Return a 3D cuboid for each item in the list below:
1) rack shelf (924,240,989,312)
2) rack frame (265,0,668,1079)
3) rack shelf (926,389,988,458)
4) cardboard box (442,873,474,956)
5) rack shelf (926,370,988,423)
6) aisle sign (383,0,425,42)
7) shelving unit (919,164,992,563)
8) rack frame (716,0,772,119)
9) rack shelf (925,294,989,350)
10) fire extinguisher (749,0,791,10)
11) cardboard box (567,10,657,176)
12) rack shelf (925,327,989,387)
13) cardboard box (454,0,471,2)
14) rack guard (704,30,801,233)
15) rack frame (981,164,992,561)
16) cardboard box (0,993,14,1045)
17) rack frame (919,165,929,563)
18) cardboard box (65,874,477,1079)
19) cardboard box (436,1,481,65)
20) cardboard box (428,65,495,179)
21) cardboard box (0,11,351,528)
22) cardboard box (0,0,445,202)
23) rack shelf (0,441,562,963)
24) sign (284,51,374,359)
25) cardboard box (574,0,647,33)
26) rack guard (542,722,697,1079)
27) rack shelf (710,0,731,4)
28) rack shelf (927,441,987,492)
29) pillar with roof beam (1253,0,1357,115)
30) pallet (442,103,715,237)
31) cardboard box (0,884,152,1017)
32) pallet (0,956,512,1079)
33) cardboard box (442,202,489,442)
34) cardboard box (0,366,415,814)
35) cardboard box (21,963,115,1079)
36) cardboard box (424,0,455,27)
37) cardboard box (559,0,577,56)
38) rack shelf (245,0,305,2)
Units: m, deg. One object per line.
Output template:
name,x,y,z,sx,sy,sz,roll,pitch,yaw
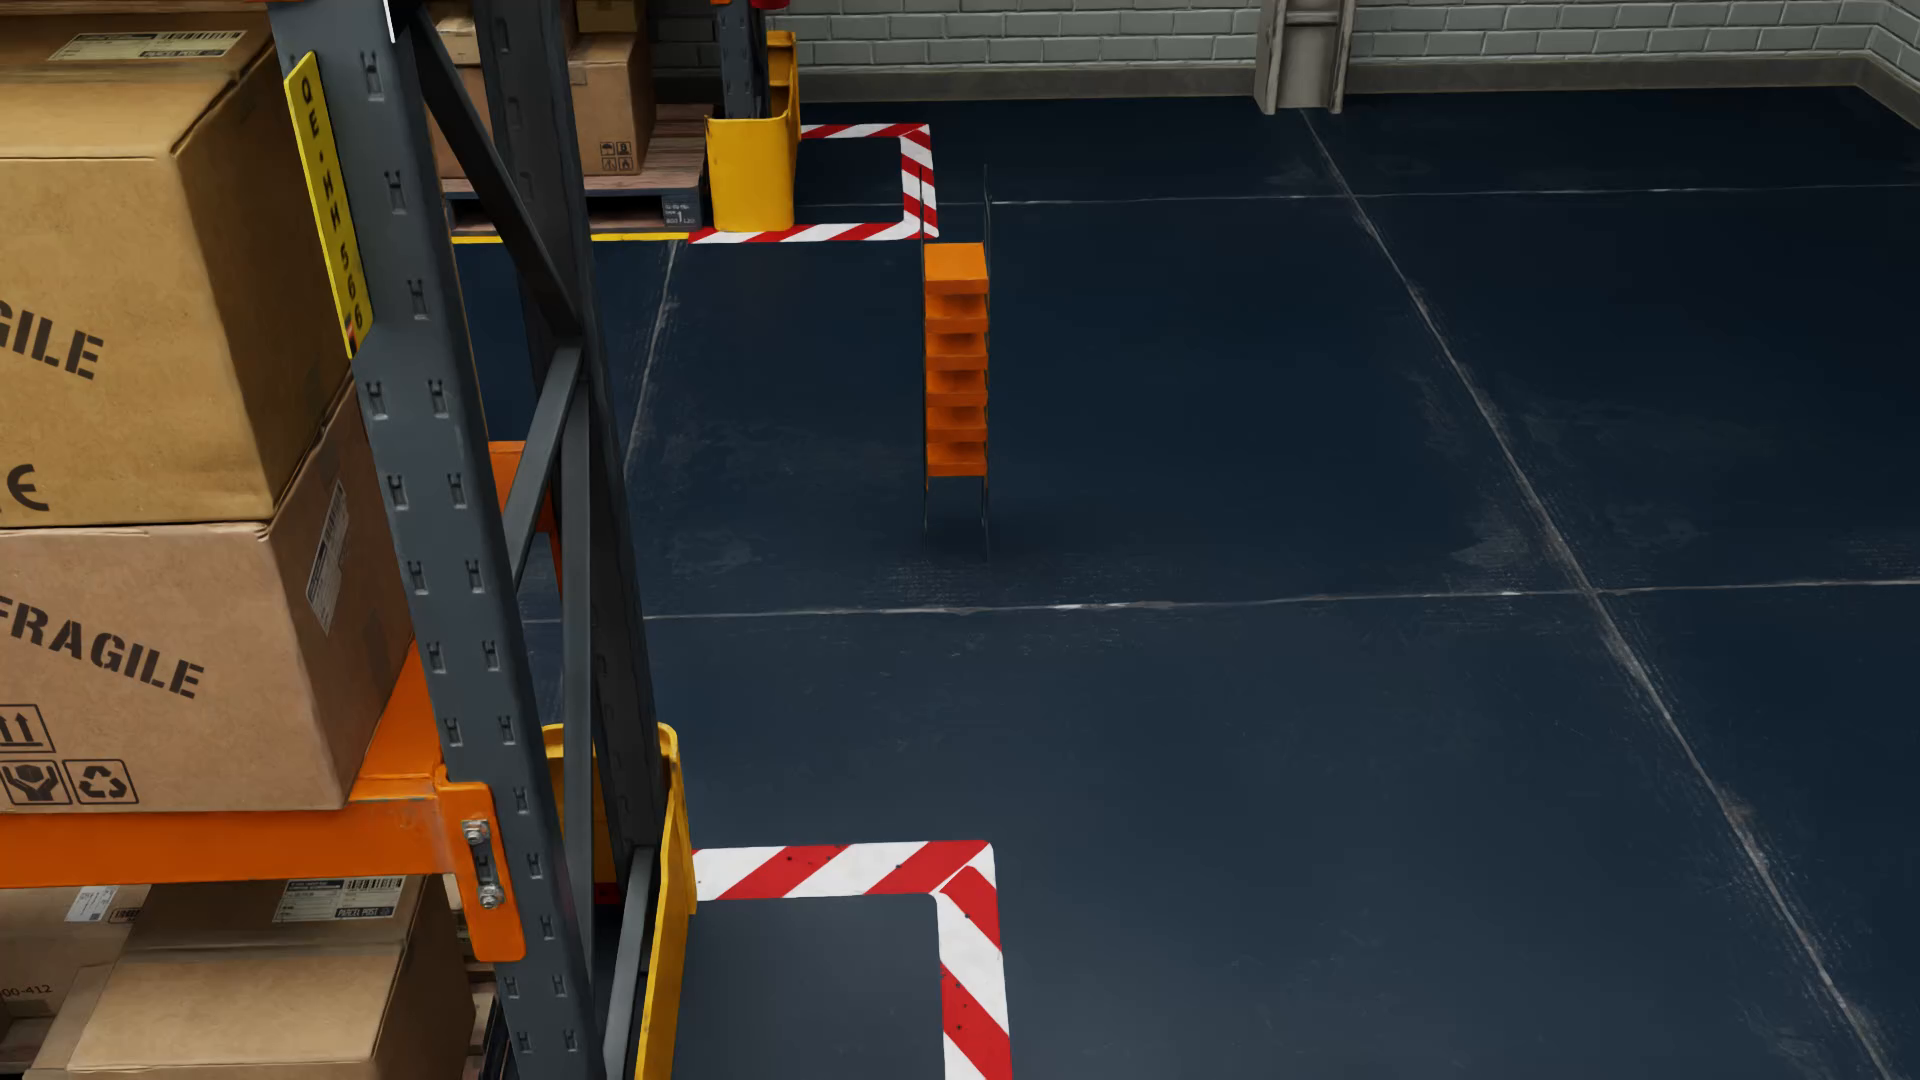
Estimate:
rack shelf,-0.014,-0.752,4.728,0.180,0.103,0.258,-2,35,-2
rack frame,-0.705,-0.077,2.726,0.127,3.000,1.000,-2,35,-2
rack shelf,-0.014,-0.358,5.002,0.180,0.103,0.258,-2,35,-2
cardboard box,-1.140,0.730,3.678,0.250,0.149,0.380,-2,35,-2
rack shelf,-0.014,-0.456,4.933,0.180,0.103,0.258,-2,35,-2
aisle sign,-0.623,-0.974,1.737,0.004,0.787,0.394,-2,35,-2
shelving unit,-0.014,-0.493,4.908,0.189,1.200,0.258,-2,35,-2
rack frame,-0.943,-2.893,6.795,0.127,3.000,1.000,-2,35,-2
rack shelf,-0.014,-0.654,4.797,0.180,0.103,0.258,-2,35,-2
fire extinguisher,-0.771,-2.450,6.550,0.183,0.674,0.296,-2,35,-2
cardboard box,-1.638,-1.962,7.277,0.500,0.500,0.700,-2,35,-2
rack shelf,-0.014,-0.555,4.865,0.180,0.103,0.258,-2,35,-2
cardboard box,-2.028,-2.332,7.241,0.250,0.149,0.380,-1,35,-2
rack guard,-0.919,-1.866,7.507,0.348,0.500,1.175,-2,35,-2
rack frame,0.077,-0.495,4.912,0.006,1.200,0.240,-2,35,-2
cardboard box,-2.187,1.035,3.148,0.500,0.250,0.500,-2,35,-2
rack frame,-0.106,-0.491,4.904,0.006,1.200,0.240,-2,35,-2
cardboard box,-1.237,0.924,3.089,0.500,0.500,0.500,-2,35,-2
cardboard box,-2.013,-2.115,6.927,0.250,0.149,0.380,-1,35,-1
cardboard box,-2.138,-1.949,7.258,0.500,0.500,0.700,-2,35,-2
cardboard box,-1.137,-0.361,2.170,0.500,0.500,0.500,-2,35,-3
cardboard box,-1.161,-0.668,2.612,0.500,0.500,0.500,-1,35,-1
rack shelf,-2.703,0.272,2.853,4.000,0.370,1.077,-2,35,-2
sign,-0.699,-0.368,1.850,0.005,0.325,0.100,-2,35,-2
cardboard box,-1.523,-2.346,7.262,0.250,0.149,0.380,-1,35,-2
rack guard,-0.781,0.952,3.434,0.348,0.500,1.175,-2,35,-2
rack shelf,-2.941,-2.544,6.922,4.000,0.370,1.077,-2,35,-2
rack shelf,-0.014,-0.259,5.070,0.180,0.103,0.258,-2,35,-2
pillar with roof beam,1.916,-3.477,2.367,0.400,9.000,9.100,-2,35,-2
pallet,-1.738,-1.681,7.493,1.213,0.211,1.003,-2,35,-2
cardboard box,-1.761,0.739,3.576,0.500,0.250,0.500,-2,35,-2
pallet,-1.577,1.093,3.485,1.213,0.211,1.003,-2,35,-2
cardboard box,-1.161,-0.257,2.897,0.500,0.500,0.500,-1,35,-1
cardboard box,-1.140,0.048,2.457,0.500,0.500,0.500,-1,35,-1
cardboard box,-1.645,1.021,3.242,0.250,0.166,0.380,-2,35,-2
cardboard box,-2.278,-2.326,7.232,0.250,0.149,0.380,-1,35,-2
cardboard box,-1.758,-2.122,6.938,0.250,0.149,0.380,-2,35,-3
rack shelf,-2.703,-0.961,1.999,4.000,0.370,1.077,-2,35,-2
